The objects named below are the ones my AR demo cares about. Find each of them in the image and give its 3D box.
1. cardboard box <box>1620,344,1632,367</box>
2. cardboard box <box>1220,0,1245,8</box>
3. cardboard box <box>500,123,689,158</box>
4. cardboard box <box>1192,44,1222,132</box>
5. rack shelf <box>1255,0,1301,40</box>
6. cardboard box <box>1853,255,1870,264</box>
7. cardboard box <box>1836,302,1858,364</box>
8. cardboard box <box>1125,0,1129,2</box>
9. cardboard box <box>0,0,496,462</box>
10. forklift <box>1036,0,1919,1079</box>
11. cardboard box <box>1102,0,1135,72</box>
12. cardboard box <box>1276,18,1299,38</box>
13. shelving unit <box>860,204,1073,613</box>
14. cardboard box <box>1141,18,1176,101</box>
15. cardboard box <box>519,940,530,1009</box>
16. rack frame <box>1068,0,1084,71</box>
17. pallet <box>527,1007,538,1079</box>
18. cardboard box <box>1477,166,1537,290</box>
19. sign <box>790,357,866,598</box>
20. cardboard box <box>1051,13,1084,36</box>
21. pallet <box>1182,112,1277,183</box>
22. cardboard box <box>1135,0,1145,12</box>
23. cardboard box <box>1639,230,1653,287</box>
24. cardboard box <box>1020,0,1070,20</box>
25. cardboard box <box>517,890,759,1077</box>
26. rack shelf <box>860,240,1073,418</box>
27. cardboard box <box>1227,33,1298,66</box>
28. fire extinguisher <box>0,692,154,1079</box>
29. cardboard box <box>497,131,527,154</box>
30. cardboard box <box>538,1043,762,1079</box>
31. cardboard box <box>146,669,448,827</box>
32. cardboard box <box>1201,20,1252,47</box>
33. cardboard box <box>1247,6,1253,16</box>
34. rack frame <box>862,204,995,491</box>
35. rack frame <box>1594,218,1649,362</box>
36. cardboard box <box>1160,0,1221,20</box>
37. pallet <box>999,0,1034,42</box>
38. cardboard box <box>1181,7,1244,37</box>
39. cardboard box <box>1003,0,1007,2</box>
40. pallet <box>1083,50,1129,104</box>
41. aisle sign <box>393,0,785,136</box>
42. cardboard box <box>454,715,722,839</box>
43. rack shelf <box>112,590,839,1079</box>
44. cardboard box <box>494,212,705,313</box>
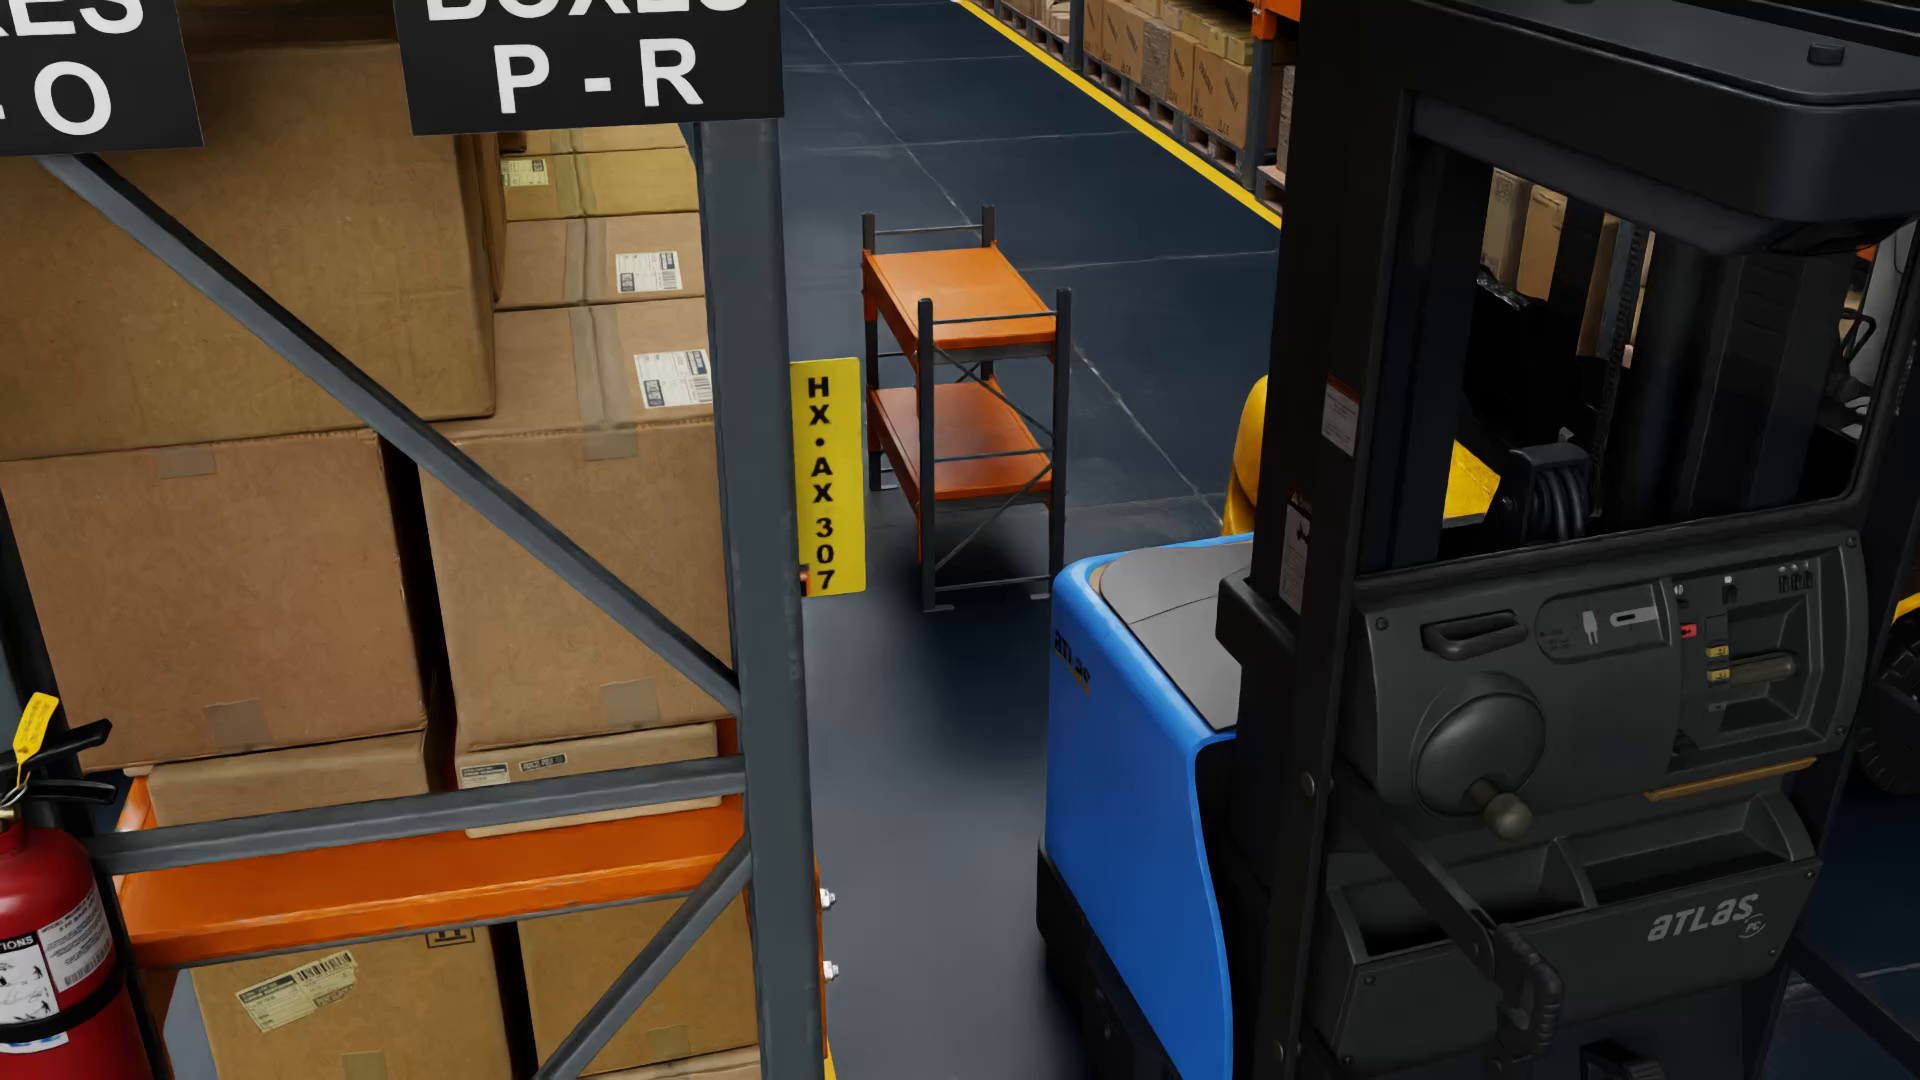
[{"bbox_3d":[3.019,-0.608,6.712,0.500,0.250,0.500,-6,27,-11],"label":"cardboard box"},{"bbox_3d":[2.154,-3.957,12.349,0.380,0.149,0.250,-7,28,-14],"label":"cardboard box"},{"bbox_3d":[-0.896,-0.719,3.905,0.500,0.500,0.500,-7,28,-13],"label":"cardboard box"},{"bbox_3d":[1.924,-3.106,11.384,0.500,0.500,0.500,-6,27,-12],"label":"cardboard box"},{"bbox_3d":[2.782,-2.451,8.576,1.077,0.370,4.000,-6,27,-12],"label":"rack shelf"},{"bbox_3d":[3.661,-0.883,6.147,0.500,0.250,0.500,-6,27,-12],"label":"cardboard box"},{"bbox_3d":[3.264,-0.614,5.613,0.500,0.250,0.500,-5,27,-10],"label":"cardboard box"},{"bbox_3d":[1.458,-4.358,13.143,0.380,0.149,0.250,-7,28,-14],"label":"cardboard box"},{"bbox_3d":[-1.029,-0.458,2.279,0.700,0.500,0.500,-7,28,-13],"label":"cardboard box"},{"bbox_3d":[1.131,0.261,2.481,1.130,2.935,3.031,-8,28,-16],"label":"forklift"},{"bbox_3d":[1.449,-4.010,13.174,0.500,0.500,0.500,-6,27,-12],"label":"cardboard box"},{"bbox_3d":[2.349,-3.492,11.429,0.380,0.149,0.250,-6,27,-11],"label":"cardboard box"},{"bbox_3d":[-0.002,-0.505,6.002,0.538,1.125,1.048,-6,27,-12],"label":"shelving unit"},{"bbox_3d":[1.668,-3.562,12.286,0.500,0.500,0.500,-7,28,-13],"label":"cardboard box"},{"bbox_3d":[-1.255,0.852,3.819,0.500,0.250,0.500,-6,27,-11],"label":"cardboard box"},{"bbox_3d":[1.429,-5.406,13.632,1.000,3.000,0.127,-6,27,-12],"label":"rack frame"},{"bbox_3d":[-0.867,1.219,3.601,1.003,0.211,1.213,-6,27,-12],"label":"pallet"},{"bbox_3d":[2.936,-1.591,8.243,0.875,0.625,0.625,-6,27,-12],"label":"cardboard box"},{"bbox_3d":[-0.173,-0.074,2.107,0.100,0.325,0.005,-6,27,-12],"label":"sign"},{"bbox_3d":[1.018,-4.536,14.605,0.380,0.149,0.250,-7,28,-13],"label":"cardboard box"},{"bbox_3d":[2.199,-2.737,11.438,1.003,0.211,1.213,-6,27,-12],"label":"pallet"},{"bbox_3d":[1.553,-4.125,12.682,0.380,0.149,0.250,-6,27,-12],"label":"cardboard box"},{"bbox_3d":[3.036,-1.056,6.490,0.500,0.250,0.500,-6,27,-12],"label":"cardboard box"},{"bbox_3d":[0.962,-5.121,15.375,0.700,0.500,0.500,-7,28,-14],"label":"cardboard box"},{"bbox_3d":[-0.620,0.680,3.327,0.500,0.500,0.500,-7,28,-13],"label":"cardboard box"},{"bbox_3d":[-0.002,-0.766,5.871,0.538,0.278,1.000,-6,27,-12],"label":"rack shelf"},{"bbox_3d":[1.973,-3.203,10.854,0.380,0.149,0.250,-7,28,-14],"label":"cardboard box"},{"bbox_3d":[-1.125,0.499,2.018,0.296,0.674,0.183,-6,27,-12],"label":"fire extinguisher"},{"bbox_3d":[-1.328,-1.128,3.605,0.700,0.500,0.500,-6,27,-12],"label":"cardboard box"},{"bbox_3d":[-0.614,1.025,3.475,0.500,0.250,0.500,-6,27,-12],"label":"cardboard box"},{"bbox_3d":[-0.994,0.337,2.532,0.380,0.149,0.250,-5,27,-10],"label":"cardboard box"},{"bbox_3d":[1.865,-3.439,11.323,0.380,0.149,0.250,-7,28,-13],"label":"cardboard box"},{"bbox_3d":[2.272,-3.731,11.901,0.380,0.149,0.250,-7,28,-13],"label":"cardboard box"},{"bbox_3d":[-0.116,-0.728,6.445,0.500,1.125,0.032,-6,27,-12],"label":"rack frame"},{"bbox_3d":[3.232,-1.894,6.674,1.000,3.000,0.127,-6,27,-12],"label":"rack frame"},{"bbox_3d":[1.696,-3.901,12.237,0.380,0.149,0.250,-6,27,-11],"label":"cardboard box"},{"bbox_3d":[0.997,-5.000,15.921,1.003,0.211,1.213,-6,27,-12],"label":"pallet"},{"bbox_3d":[1.793,-3.669,11.779,0.380,0.149,0.250,-6,27,-12],"label":"cardboard box"},{"bbox_3d":[0.728,-5.577,16.278,0.700,0.500,0.500,-5,27,-9],"label":"cardboard box"},{"bbox_3d":[1.650,-3.808,13.561,1.003,0.211,1.213,-6,27,-12],"label":"pallet"},{"bbox_3d":[-0.385,-0.797,1.616,0.394,0.787,0.004,-6,27,-12],"label":"aisle sign"},{"bbox_3d":[-0.576,0.309,2.587,0.380,0.149,0.250,-6,27,-11],"label":"cardboard box"},{"bbox_3d":[-1.152,-0.189,4.095,1.077,0.370,4.000,-6,27,-12],"label":"rack shelf"},{"bbox_3d":[-0.658,-0.273,3.021,0.500,0.500,0.500,-5,27,-10],"label":"cardboard box"}]
